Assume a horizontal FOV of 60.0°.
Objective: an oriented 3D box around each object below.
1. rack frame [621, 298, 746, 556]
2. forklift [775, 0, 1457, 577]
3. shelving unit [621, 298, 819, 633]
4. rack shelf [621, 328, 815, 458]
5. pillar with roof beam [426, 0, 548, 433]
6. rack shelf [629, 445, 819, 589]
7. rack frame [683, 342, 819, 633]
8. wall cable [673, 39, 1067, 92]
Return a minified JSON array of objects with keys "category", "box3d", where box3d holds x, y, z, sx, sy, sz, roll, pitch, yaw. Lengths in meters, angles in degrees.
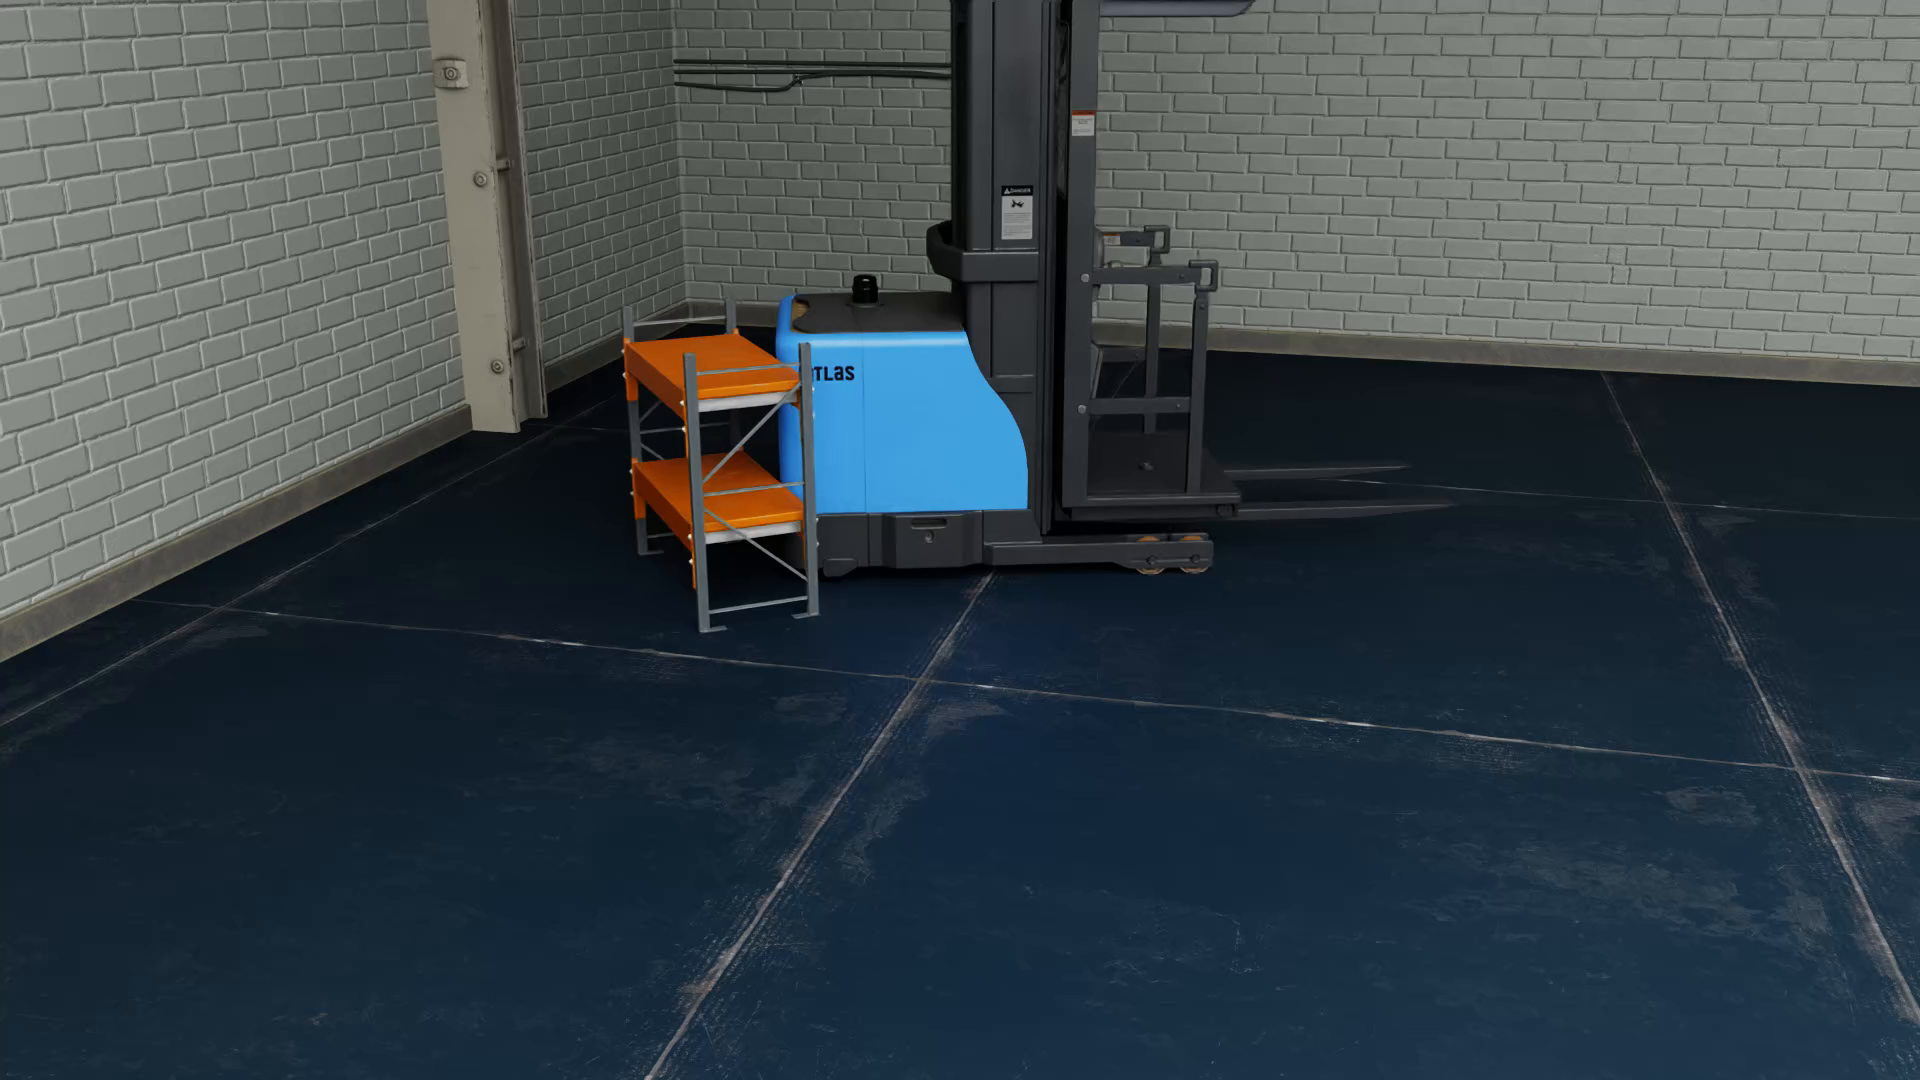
[{"category":"rack frame","box3d":[-1.223,-0.499,7.408,0.500,1.125,0.032,-8,20,-23]},{"category":"forklift","box3d":[0.698,-1.402,7.259,3.031,2.935,1.130,-2,19,-4]},{"category":"shelving unit","box3d":[-1.017,-0.349,6.968,0.538,1.125,1.048,-8,20,-23]},{"category":"rack shelf","box3d":[-1.017,-0.626,6.873,0.538,0.278,1.000,-8,20,-23]},{"category":"pillar with roof beam","box3d":[1.545,-4.602,7.239,9.100,9.000,0.400,5,19,13]},{"category":"rack shelf","box3d":[-1.017,-0.117,7.047,0.538,0.278,1.000,-8,20,-23]},{"category":"rack frame","box3d":[-0.811,-0.198,6.528,0.500,1.125,0.032,-8,20,-23]},{"category":"wall cable","box3d":[-0.628,-4.291,11.133,3.097,2.526,0.112,5,19,13]}]
